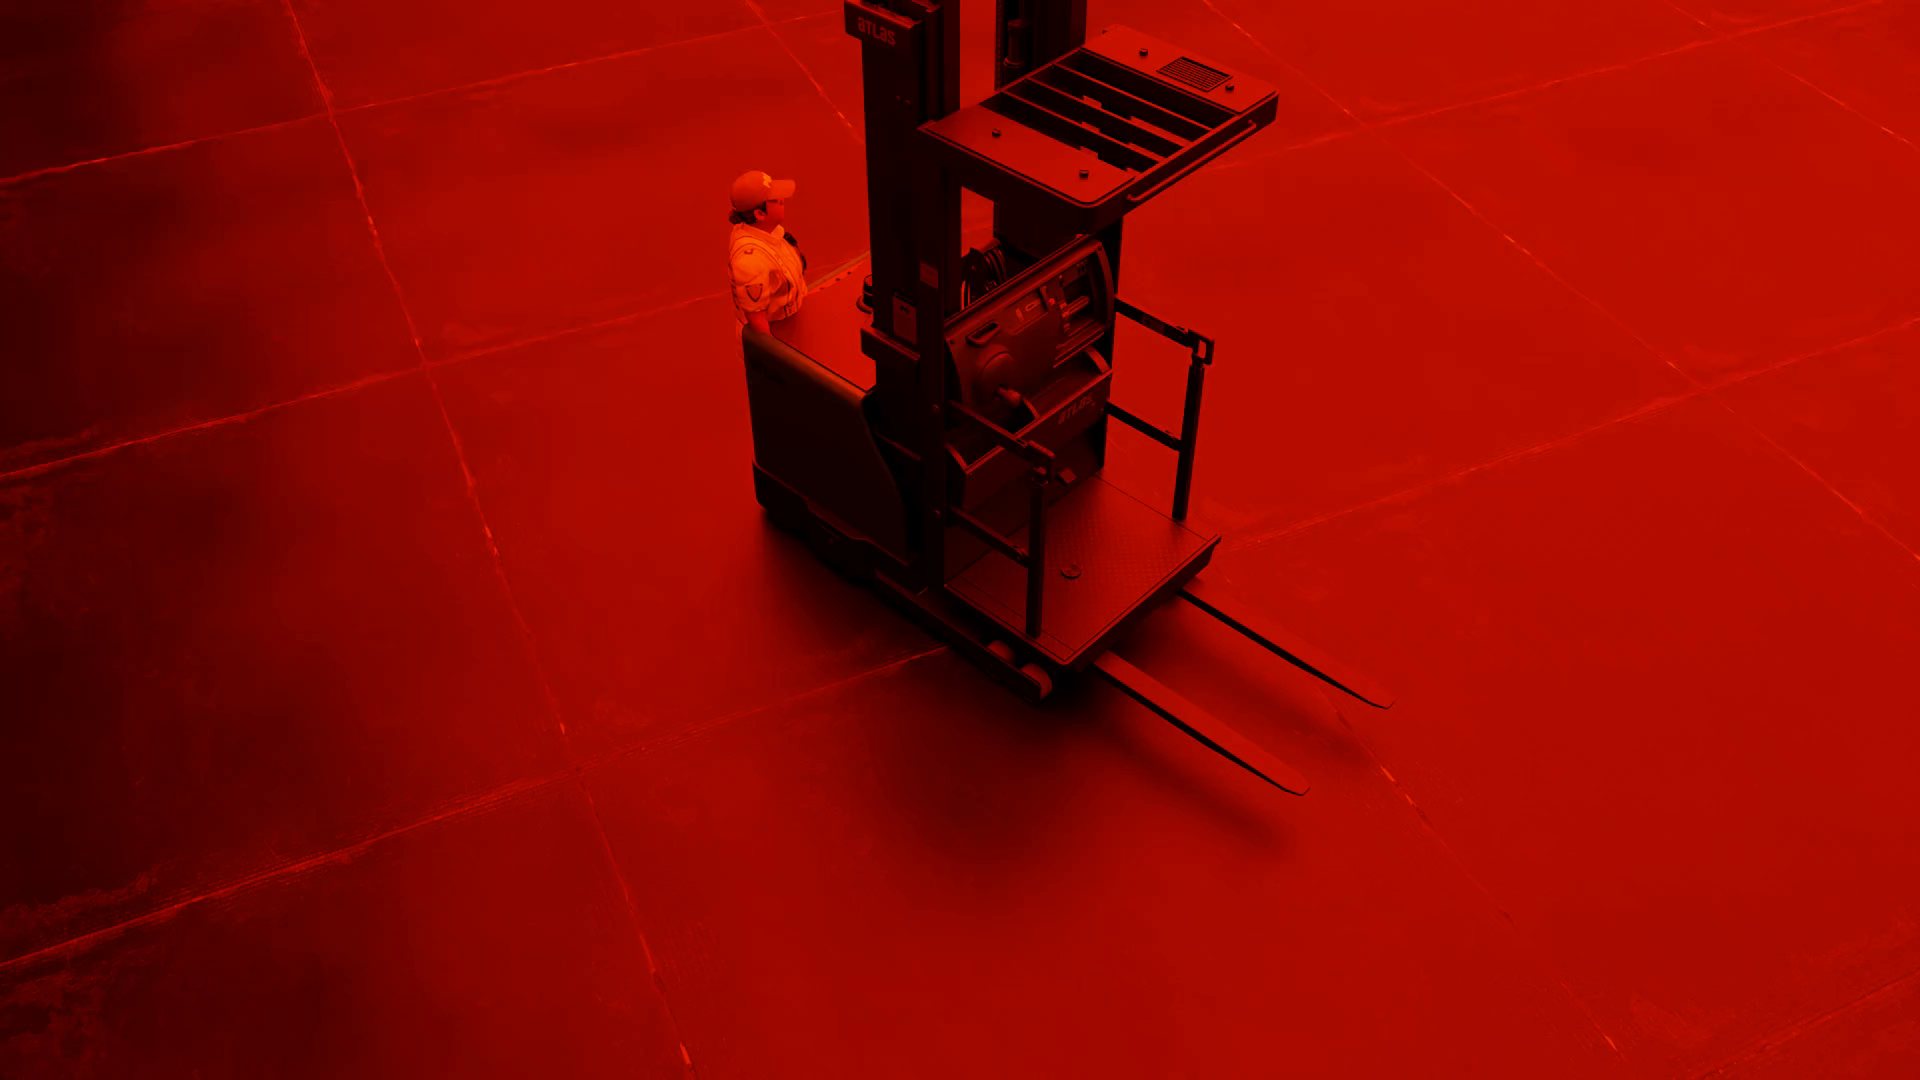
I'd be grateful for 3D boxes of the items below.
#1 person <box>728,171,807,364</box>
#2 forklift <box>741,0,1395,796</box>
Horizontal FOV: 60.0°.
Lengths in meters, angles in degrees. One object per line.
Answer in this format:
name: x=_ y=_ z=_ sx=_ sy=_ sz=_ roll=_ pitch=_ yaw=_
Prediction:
person: x=-0.753 y=-0.903 z=7.563 sx=0.529 sy=1.671 sz=0.599 roll=-3 pitch=43 yaw=-3
forklift: x=0.445 y=-0.788 z=6.525 sx=3.031 sy=2.935 sz=1.130 roll=32 pitch=52 yaw=30
